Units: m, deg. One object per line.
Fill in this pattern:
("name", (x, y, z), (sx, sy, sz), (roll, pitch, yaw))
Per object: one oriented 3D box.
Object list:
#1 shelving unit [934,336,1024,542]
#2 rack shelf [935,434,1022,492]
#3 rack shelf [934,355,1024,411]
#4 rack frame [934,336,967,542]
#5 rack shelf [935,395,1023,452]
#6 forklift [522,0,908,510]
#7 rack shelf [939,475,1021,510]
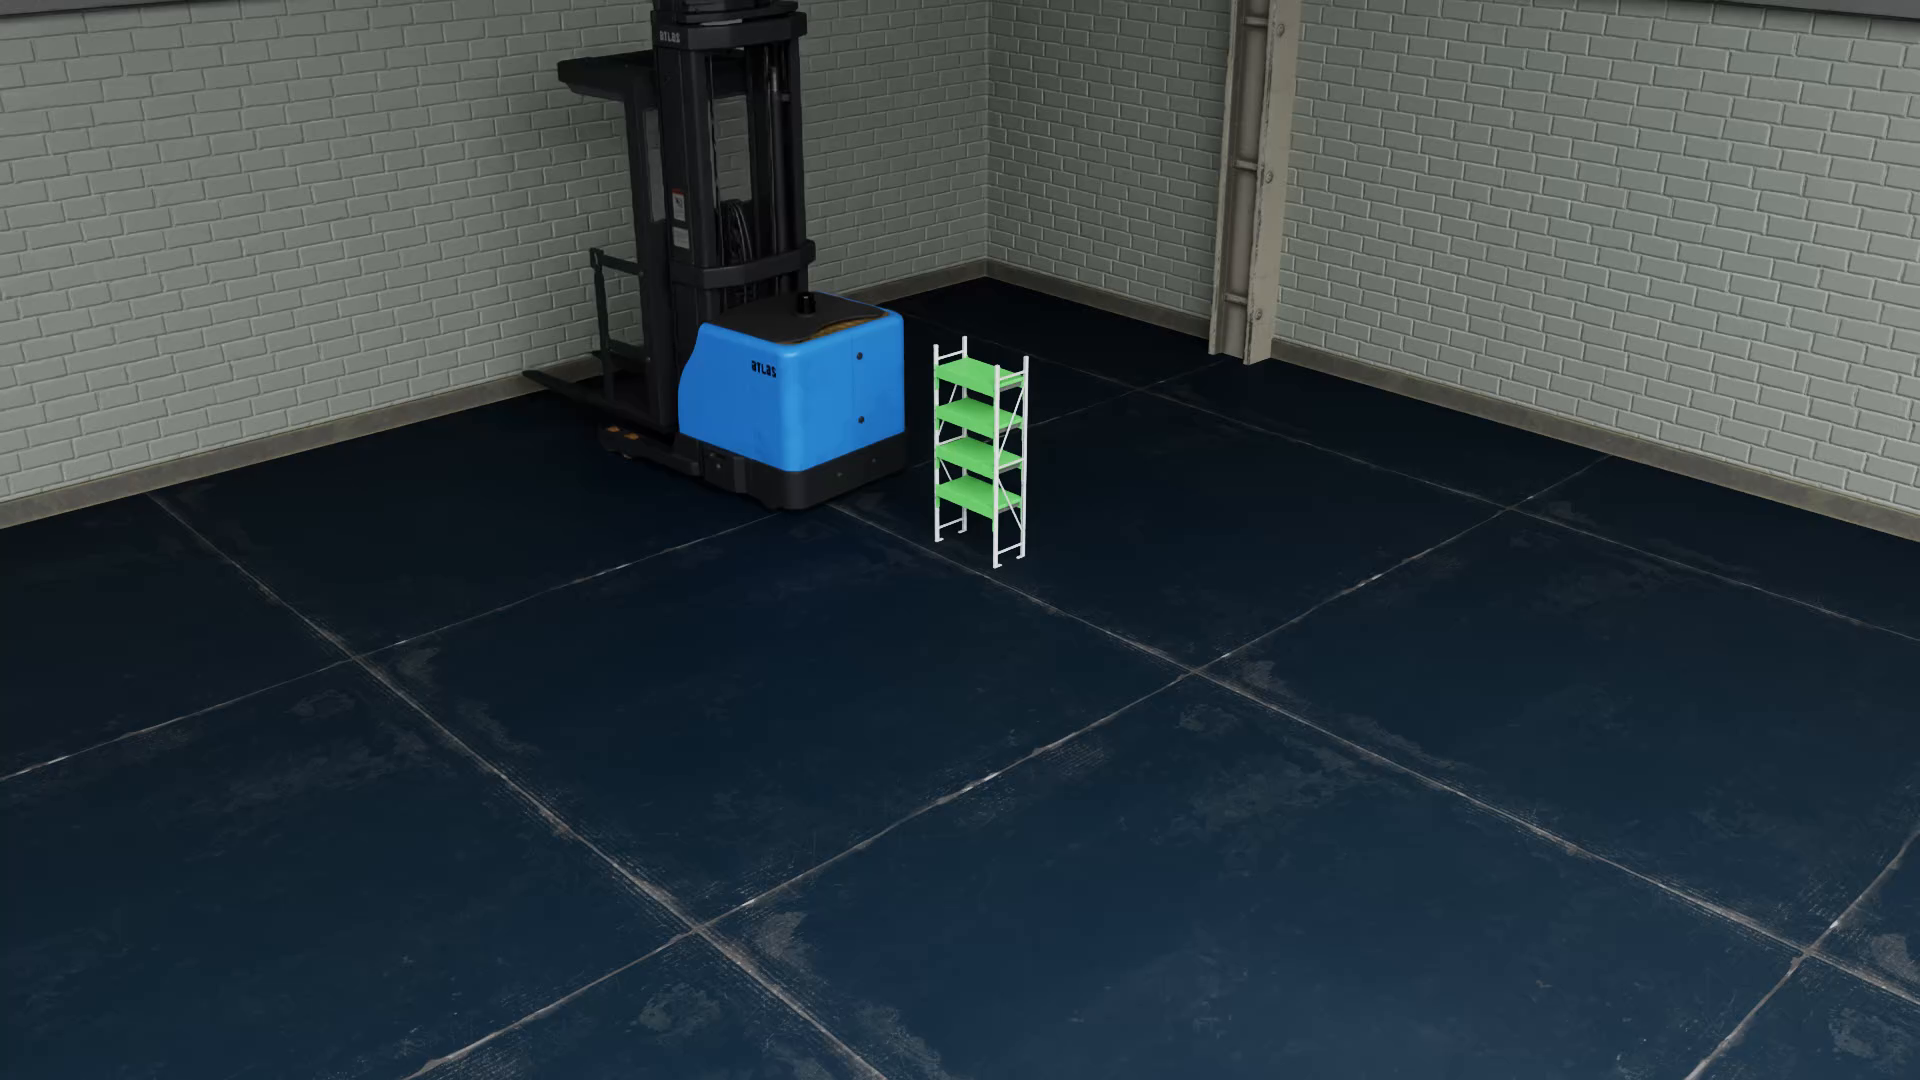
("shelving unit", (0.109, -0.497, 9.395), (0.258, 1.200, 0.492), (-21, 32, -38))
("rack shelf", (0.113, -0.438, 9.418), (0.258, 0.148, 0.480), (-21, 32, -38))
("rack shelf", (0.113, -0.874, 9.218), (0.258, 0.148, 0.480), (-21, 32, -38))
("rack frame", (-0.054, -0.570, 9.553), (0.240, 1.200, 0.015), (-21, 32, -38))
("rack shelf", (0.113, -0.656, 9.318), (0.258, 0.148, 0.480), (-21, 32, -38))
("forklift", (-1.768, -2.011, 10.626), (3.031, 2.935, 1.130), (20, 31, 37))
("rack shelf", (0.113, -0.268, 9.495), (0.221, 0.021, 0.457), (-21, 32, -38))
